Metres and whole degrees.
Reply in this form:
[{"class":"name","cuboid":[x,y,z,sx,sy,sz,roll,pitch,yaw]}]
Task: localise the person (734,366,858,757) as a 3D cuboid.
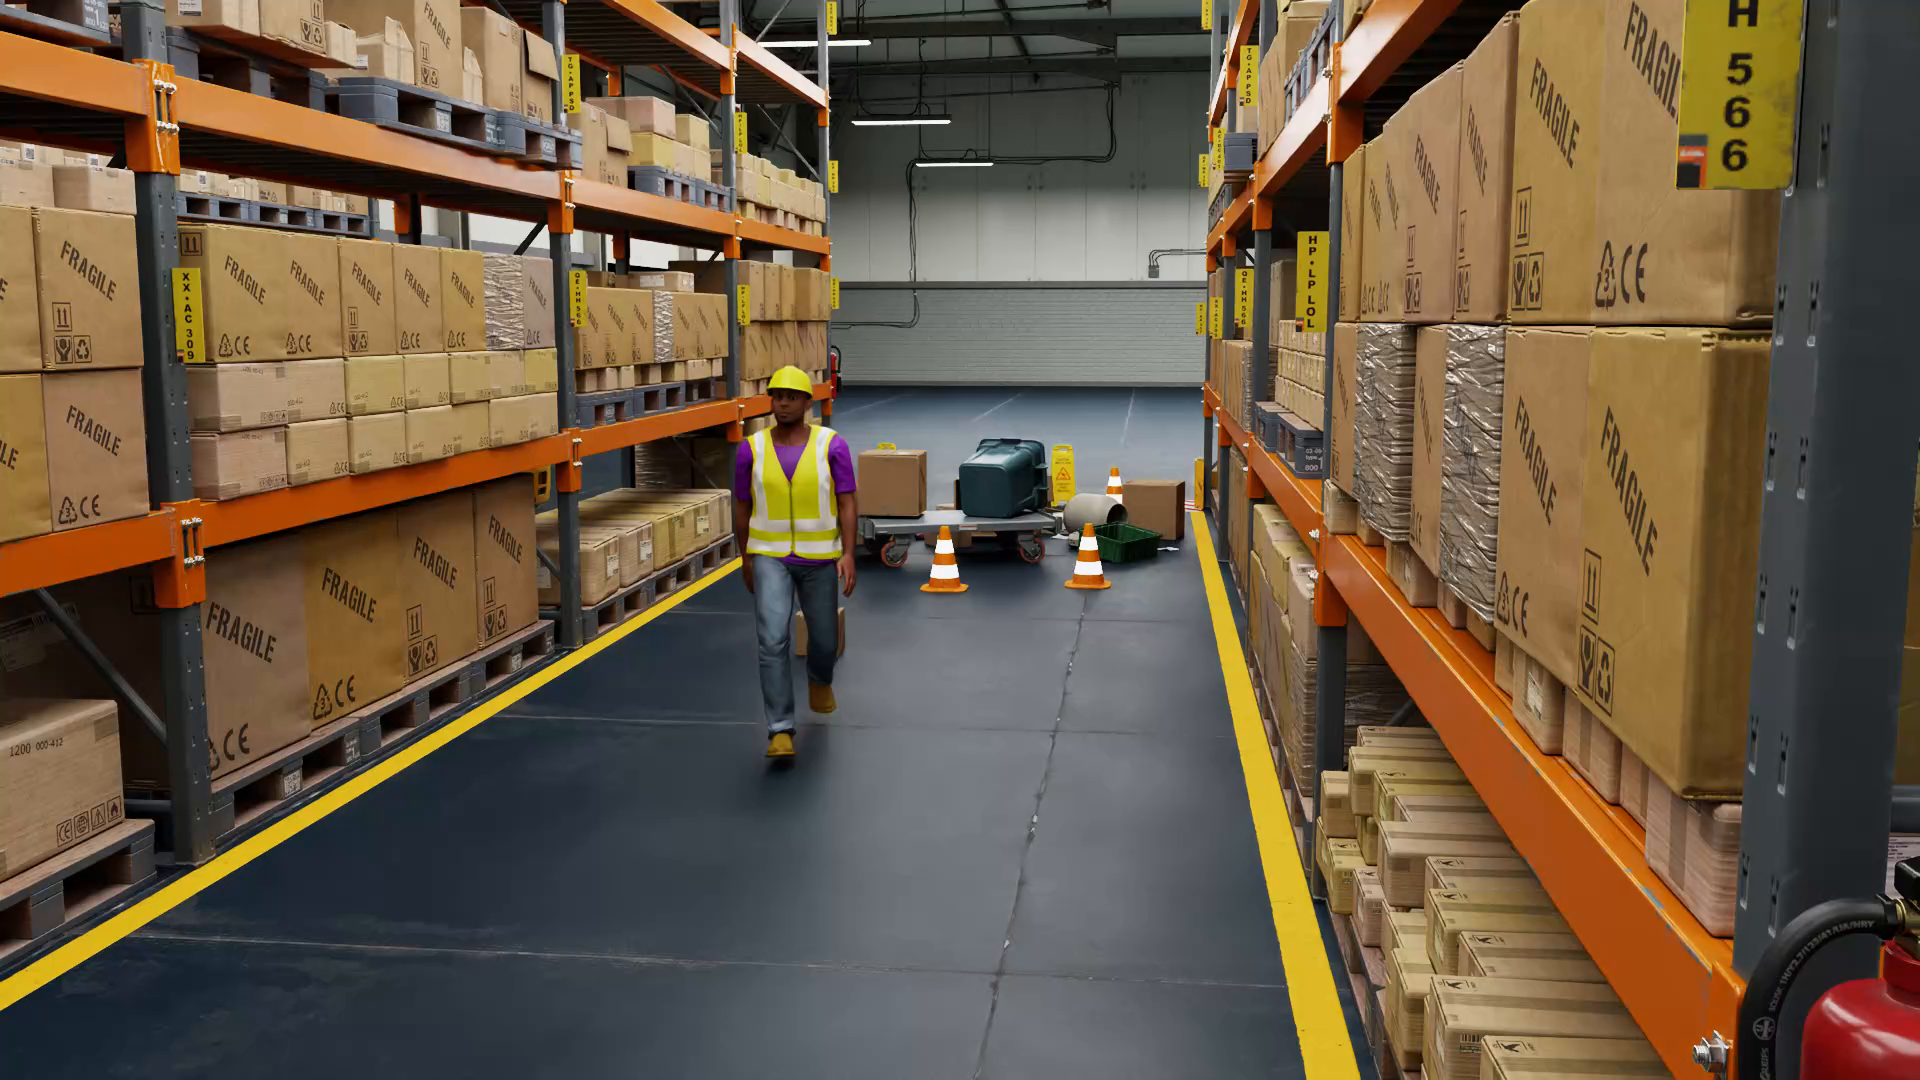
[{"class":"person","cuboid":[-0.751,0.072,7.615,0.563,1.730,0.964,-1,8,-5]}]
